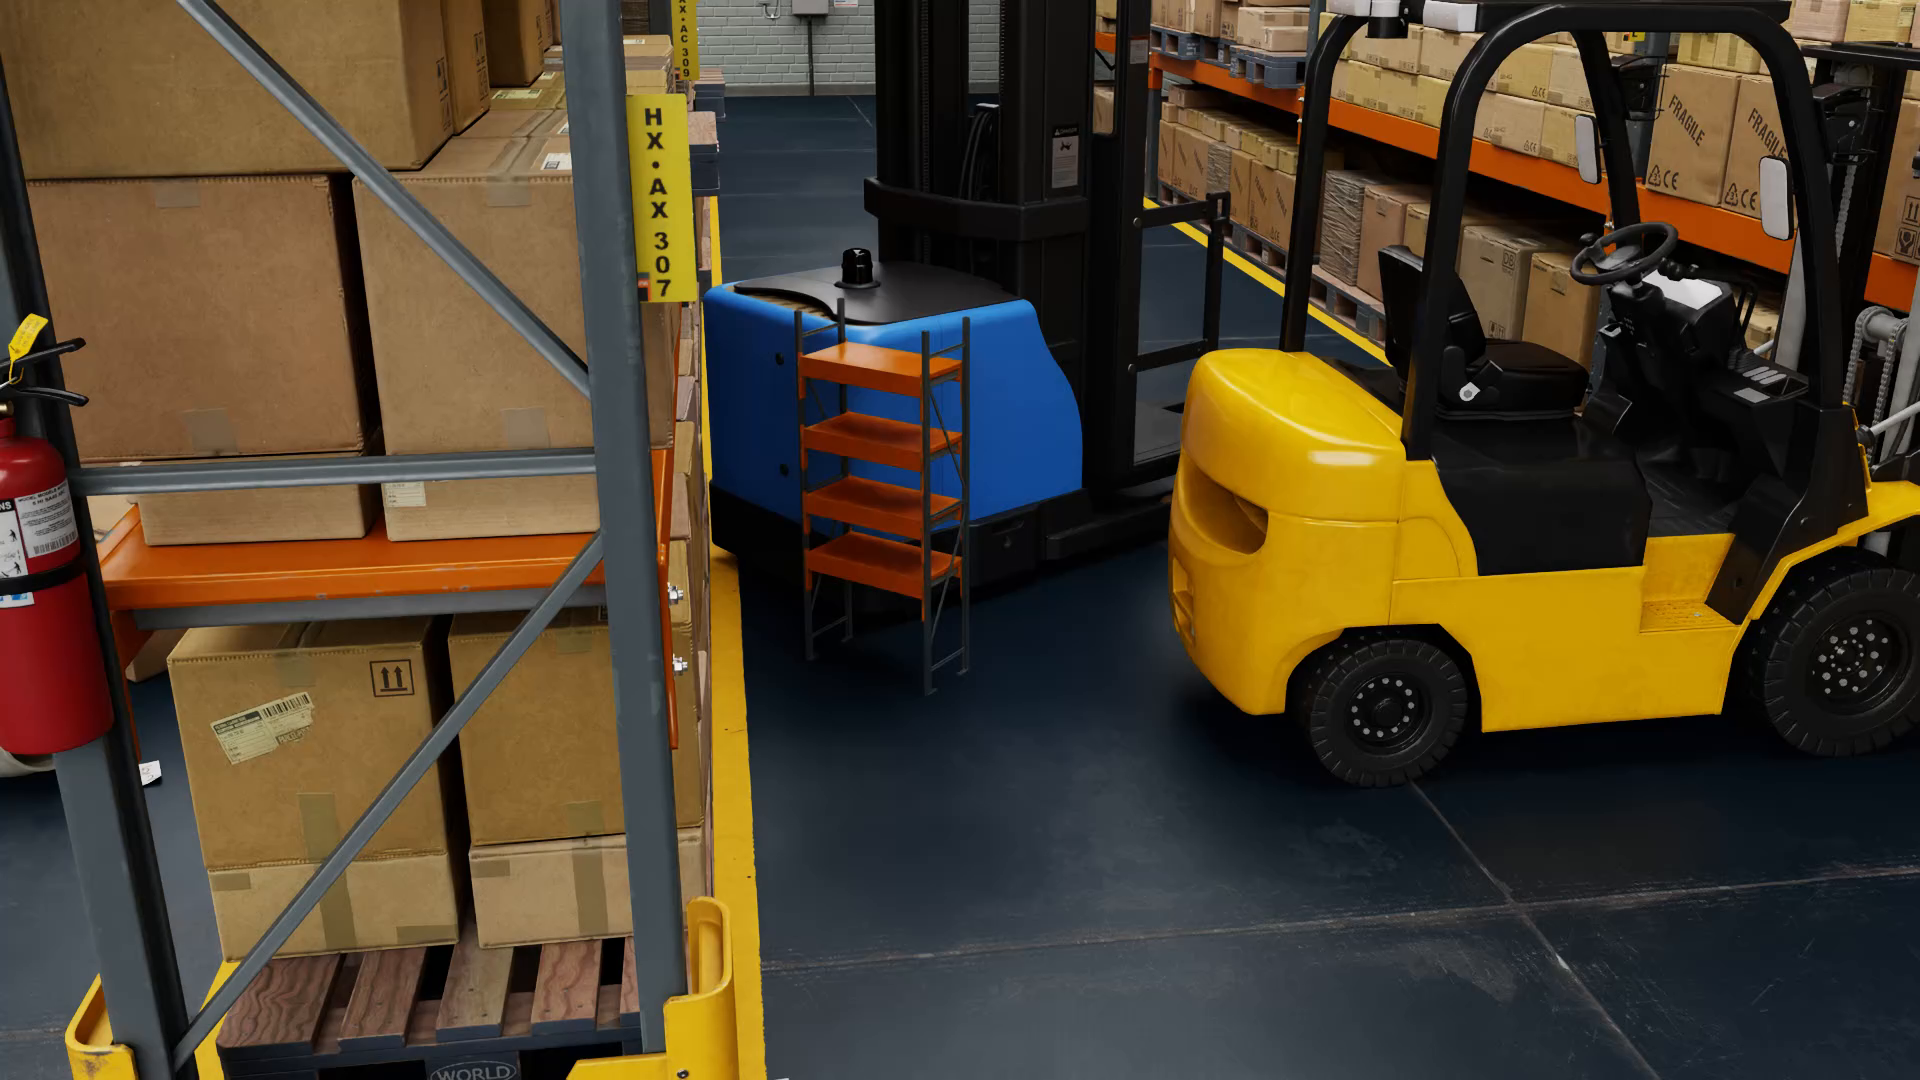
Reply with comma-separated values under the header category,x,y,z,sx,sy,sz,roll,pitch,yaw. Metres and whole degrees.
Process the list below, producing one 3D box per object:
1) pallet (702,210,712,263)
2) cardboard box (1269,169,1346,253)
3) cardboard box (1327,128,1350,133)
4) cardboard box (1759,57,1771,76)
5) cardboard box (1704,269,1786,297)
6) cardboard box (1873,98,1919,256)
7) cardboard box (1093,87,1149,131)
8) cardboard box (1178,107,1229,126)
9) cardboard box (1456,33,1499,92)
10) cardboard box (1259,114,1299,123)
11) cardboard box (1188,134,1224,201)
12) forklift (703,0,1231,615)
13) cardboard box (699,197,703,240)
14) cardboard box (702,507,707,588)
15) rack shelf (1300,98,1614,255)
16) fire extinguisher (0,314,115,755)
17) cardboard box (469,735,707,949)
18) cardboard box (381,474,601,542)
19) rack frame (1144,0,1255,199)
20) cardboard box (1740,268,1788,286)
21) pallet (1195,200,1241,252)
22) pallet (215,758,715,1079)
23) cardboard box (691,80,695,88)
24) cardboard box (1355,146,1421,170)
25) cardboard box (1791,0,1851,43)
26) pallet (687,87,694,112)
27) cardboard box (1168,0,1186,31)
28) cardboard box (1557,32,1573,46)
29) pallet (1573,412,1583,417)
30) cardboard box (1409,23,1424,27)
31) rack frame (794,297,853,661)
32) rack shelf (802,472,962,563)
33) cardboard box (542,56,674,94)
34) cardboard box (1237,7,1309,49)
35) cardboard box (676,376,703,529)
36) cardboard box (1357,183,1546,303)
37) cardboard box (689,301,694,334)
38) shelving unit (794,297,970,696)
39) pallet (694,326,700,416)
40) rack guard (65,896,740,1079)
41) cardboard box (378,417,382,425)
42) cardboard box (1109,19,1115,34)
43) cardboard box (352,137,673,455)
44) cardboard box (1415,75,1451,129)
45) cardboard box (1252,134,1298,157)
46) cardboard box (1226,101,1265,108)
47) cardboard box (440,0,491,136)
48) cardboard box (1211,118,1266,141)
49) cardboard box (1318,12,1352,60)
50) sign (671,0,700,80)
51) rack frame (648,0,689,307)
category,x,y,z,sx,sy,sz,roll,pitch,yaw
pallet,-2.377,-2.267,12.483,1.003,0.211,1.213,-3,21,-8
cardboard box,2.473,-2.288,11.527,0.500,0.500,0.500,-2,21,-6
cardboard box,2.820,-3.014,12.545,0.380,0.149,0.250,-3,21,-9
cardboard box,3.213,-1.790,6.152,0.380,0.149,0.250,-3,21,-8
cardboard box,3.082,-0.935,6.834,0.500,0.250,0.500,-3,21,-9
cardboard box,3.294,-1.267,5.678,0.500,0.500,0.500,-3,21,-8
cardboard box,1.672,-4.408,17.202,0.700,0.500,0.500,-2,21,-6
cardboard box,2.075,-3.611,14.143,0.380,0.149,0.250,-3,21,-9
cardboard box,2.850,-2.418,8.402,0.500,0.250,0.500,-3,21,-7
cardboard box,2.644,-3.368,13.492,0.380,0.149,0.250,-2,21,-6
cardboard box,2.171,-3.001,13.437,0.500,0.500,0.500,-4,21,-9
forklift,0.478,-1.515,6.585,3.031,2.935,1.130,-17,26,-37
cardboard box,-2.307,-2.629,11.903,0.875,0.875,0.875,-3,21,-7
cardboard box,-1.150,-0.023,5.821,0.500,0.250,0.500,-3,21,-9
rack shelf,3.035,-2.097,9.072,1.077,0.370,4.000,-3,21,-8
fire extinguisher,-1.451,-0.006,2.555,0.296,0.674,0.183,-3,21,-8
cardboard box,-0.854,0.693,3.903,0.500,0.250,0.500,-3,21,-8
cardboard box,-0.856,-0.115,3.097,0.380,0.149,0.250,-3,21,-8
rack frame,2.170,-4.511,14.508,1.000,3.000,0.127,-3,21,-8
cardboard box,3.585,-0.958,6.894,0.500,0.250,0.500,-3,21,-7
pallet,2.504,-2.502,13.113,1.003,0.211,1.213,-3,21,-8
pallet,-1.105,0.892,4.026,1.003,0.211,1.213,-3,21,-8
cardboard box,-1.612,-2.496,8.870,0.380,0.149,0.250,-3,21,-7
cardboard box,2.980,-2.652,11.576,0.380,0.149,0.250,-2,21,-5
cardboard box,3.184,-1.838,5.855,0.380,0.149,0.250,-2,21,-7
pallet,-1.839,-2.102,8.330,1.003,0.211,1.213,-3,21,-8
cardboard box,2.093,-4.397,13.458,0.700,0.500,0.500,-3,21,-7
cardboard box,3.016,-2.375,7.718,0.380,0.149,0.250,-3,21,-8
pallet,3.178,-0.688,8.257,1.003,0.211,1.213,-3,21,-8
cardboard box,2.697,-2.906,9.138,0.380,0.149,0.250,-2,21,-7
rack frame,-0.447,-0.189,5.506,0.015,1.200,0.240,13,24,31
rack shelf,-0.245,-0.078,5.402,0.480,0.148,0.258,13,24,31
cardboard box,-1.118,-1.177,5.013,0.500,0.500,0.500,-2,21,-6
cardboard box,2.274,-3.602,11.687,0.500,0.250,0.500,-4,21,-10
cardboard box,-1.088,-0.206,5.238,0.500,0.500,0.500,-2,21,-5
cardboard box,2.925,-1.768,9.957,0.875,0.625,0.625,-2,21,-6
cardboard box,-1.875,-1.126,8.600,0.950,0.372,0.625,-2,21,-6
shelving unit,-0.245,-0.141,5.379,0.503,1.200,0.258,13,24,31
pallet,-1.881,-0.876,8.761,1.003,0.211,1.213,-3,21,-8
rack guard,-1.023,1.040,3.218,1.175,0.500,0.348,-3,21,-8
cardboard box,-1.439,-0.278,3.532,0.380,0.149,0.250,-3,21,-9
cardboard box,1.669,-5.026,16.246,0.380,0.149,0.250,-3,21,-8
cardboard box,-0.805,-0.469,3.117,0.500,0.500,0.500,-3,21,-9
cardboard box,2.790,-2.358,8.957,0.500,0.250,0.500,-2,21,-6
cardboard box,2.367,-2.894,12.223,0.380,0.149,0.250,-2,21,-6
cardboard box,2.508,-3.728,14.456,0.380,0.149,0.250,-4,21,-10
cardboard box,-1.367,-1.101,3.380,0.700,0.500,0.500,-3,21,-7
cardboard box,2.209,-3.254,13.188,0.380,0.149,0.250,-2,21,-6
cardboard box,2.544,-3.123,10.291,0.500,0.250,0.500,-3,21,-8
sign,-1.052,-1.925,6.347,0.100,0.325,0.005,-3,21,-8
rack frame,-1.588,-1.490,6.418,1.000,3.000,0.127,-3,21,-8
